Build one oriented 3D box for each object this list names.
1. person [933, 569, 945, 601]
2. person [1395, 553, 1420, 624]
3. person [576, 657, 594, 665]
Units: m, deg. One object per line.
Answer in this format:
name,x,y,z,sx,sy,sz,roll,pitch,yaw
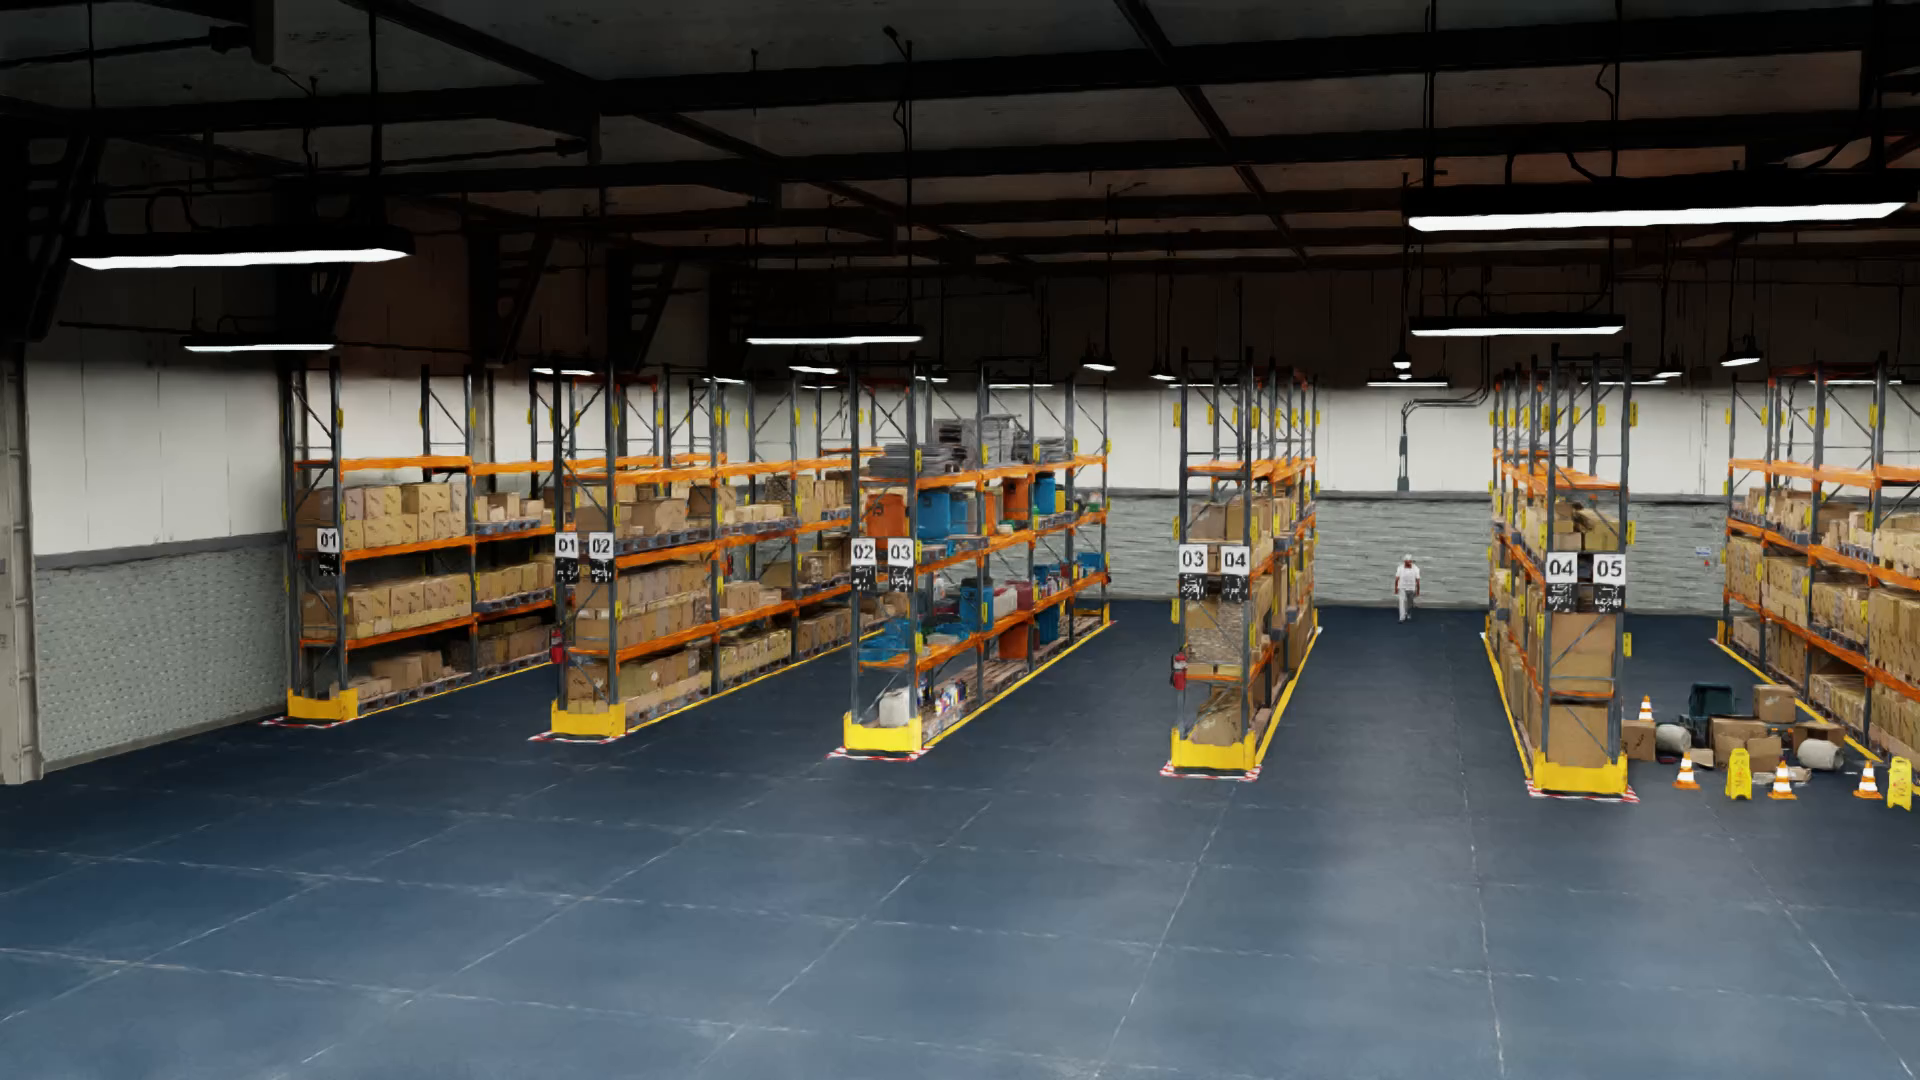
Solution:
person,-0.553,1.404,37.980,0.455,1.612,1.010,1,4,14
person,10.931,1.169,40.586,0.575,1.689,1.119,1,4,13
person,-7.400,1.730,32.974,0.433,1.684,0.552,-1,4,-10
